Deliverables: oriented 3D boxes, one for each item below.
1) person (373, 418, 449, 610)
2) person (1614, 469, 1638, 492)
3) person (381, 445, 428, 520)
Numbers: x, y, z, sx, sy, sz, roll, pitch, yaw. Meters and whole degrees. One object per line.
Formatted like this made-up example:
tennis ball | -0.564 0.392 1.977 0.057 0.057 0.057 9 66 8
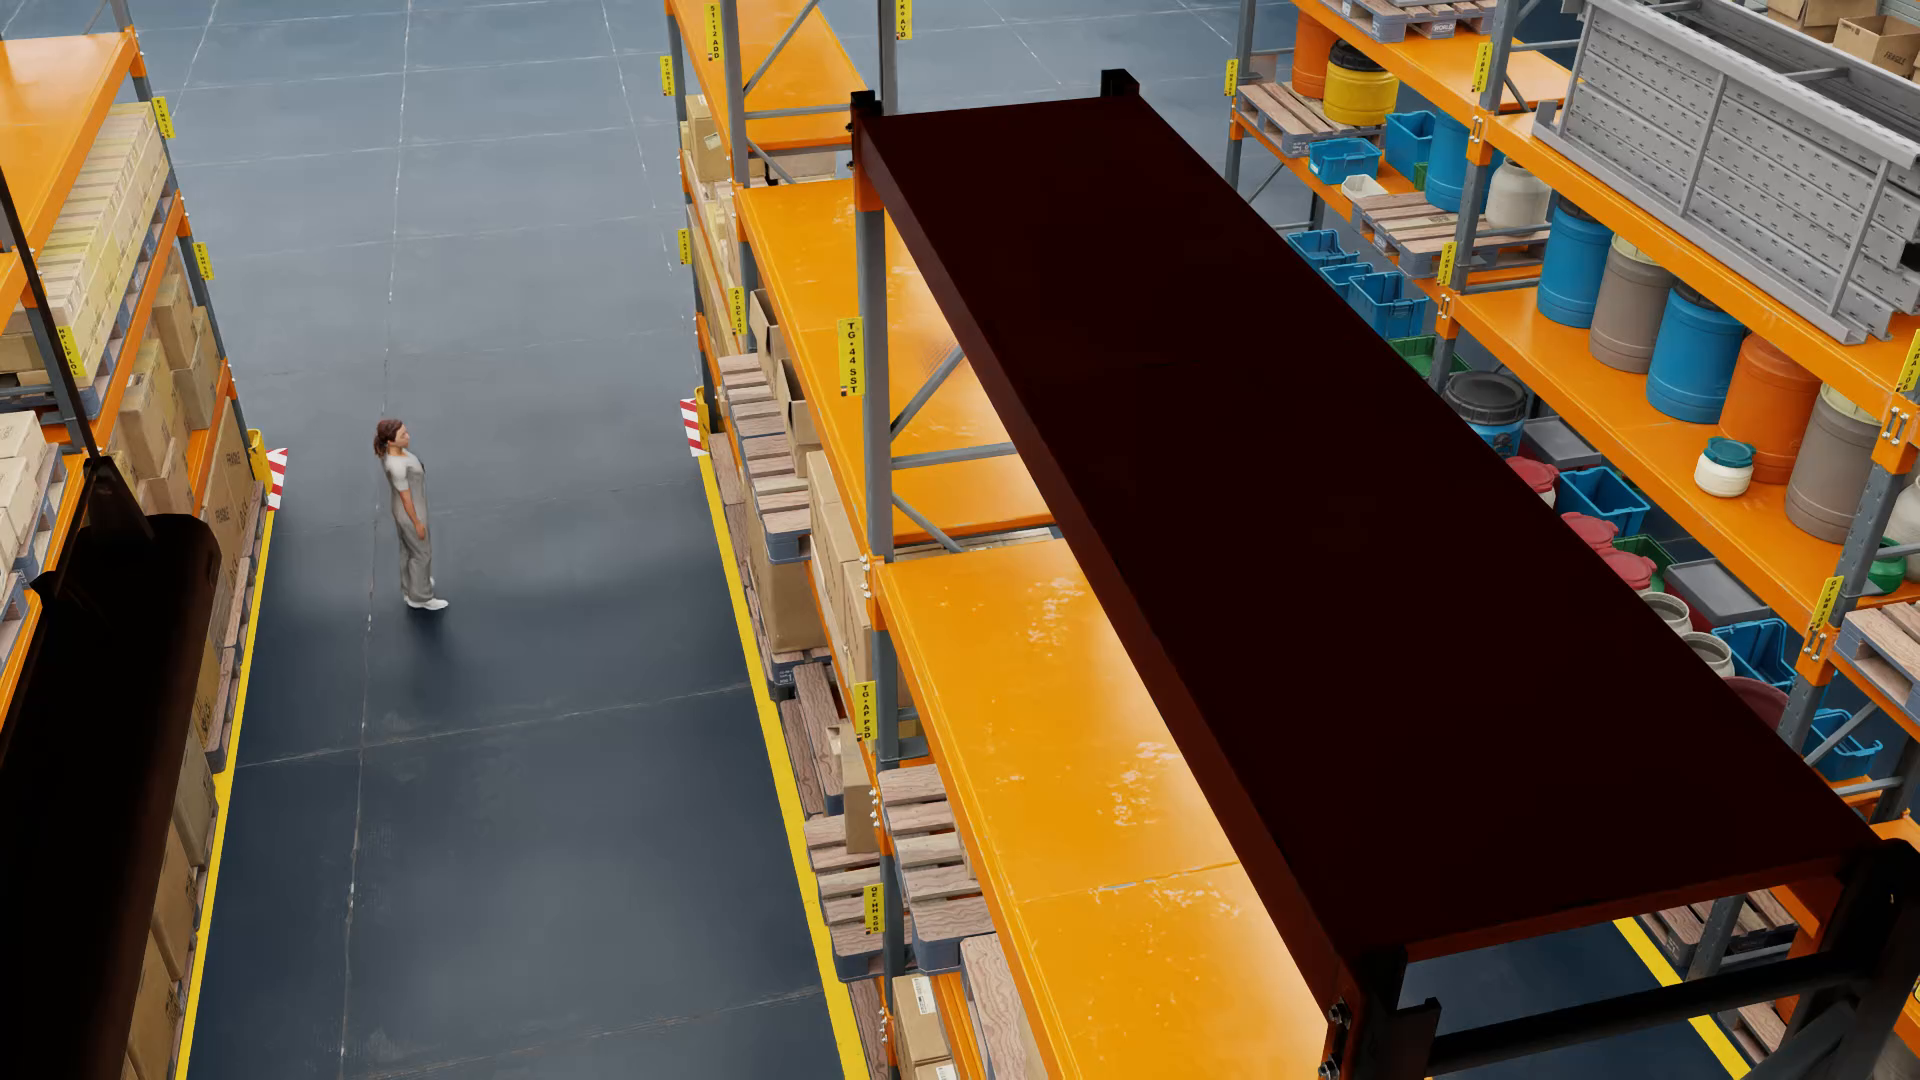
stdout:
person | -4.289 -0.208 12.937 0.376 1.707 0.539 -16 38 -22
person | 8.567 2.991 8.170 7.275 1.830 14.637 2 34 4
person | 3.599 3.505 7.496 11.933 1.643 17.448 -9 35 -13
